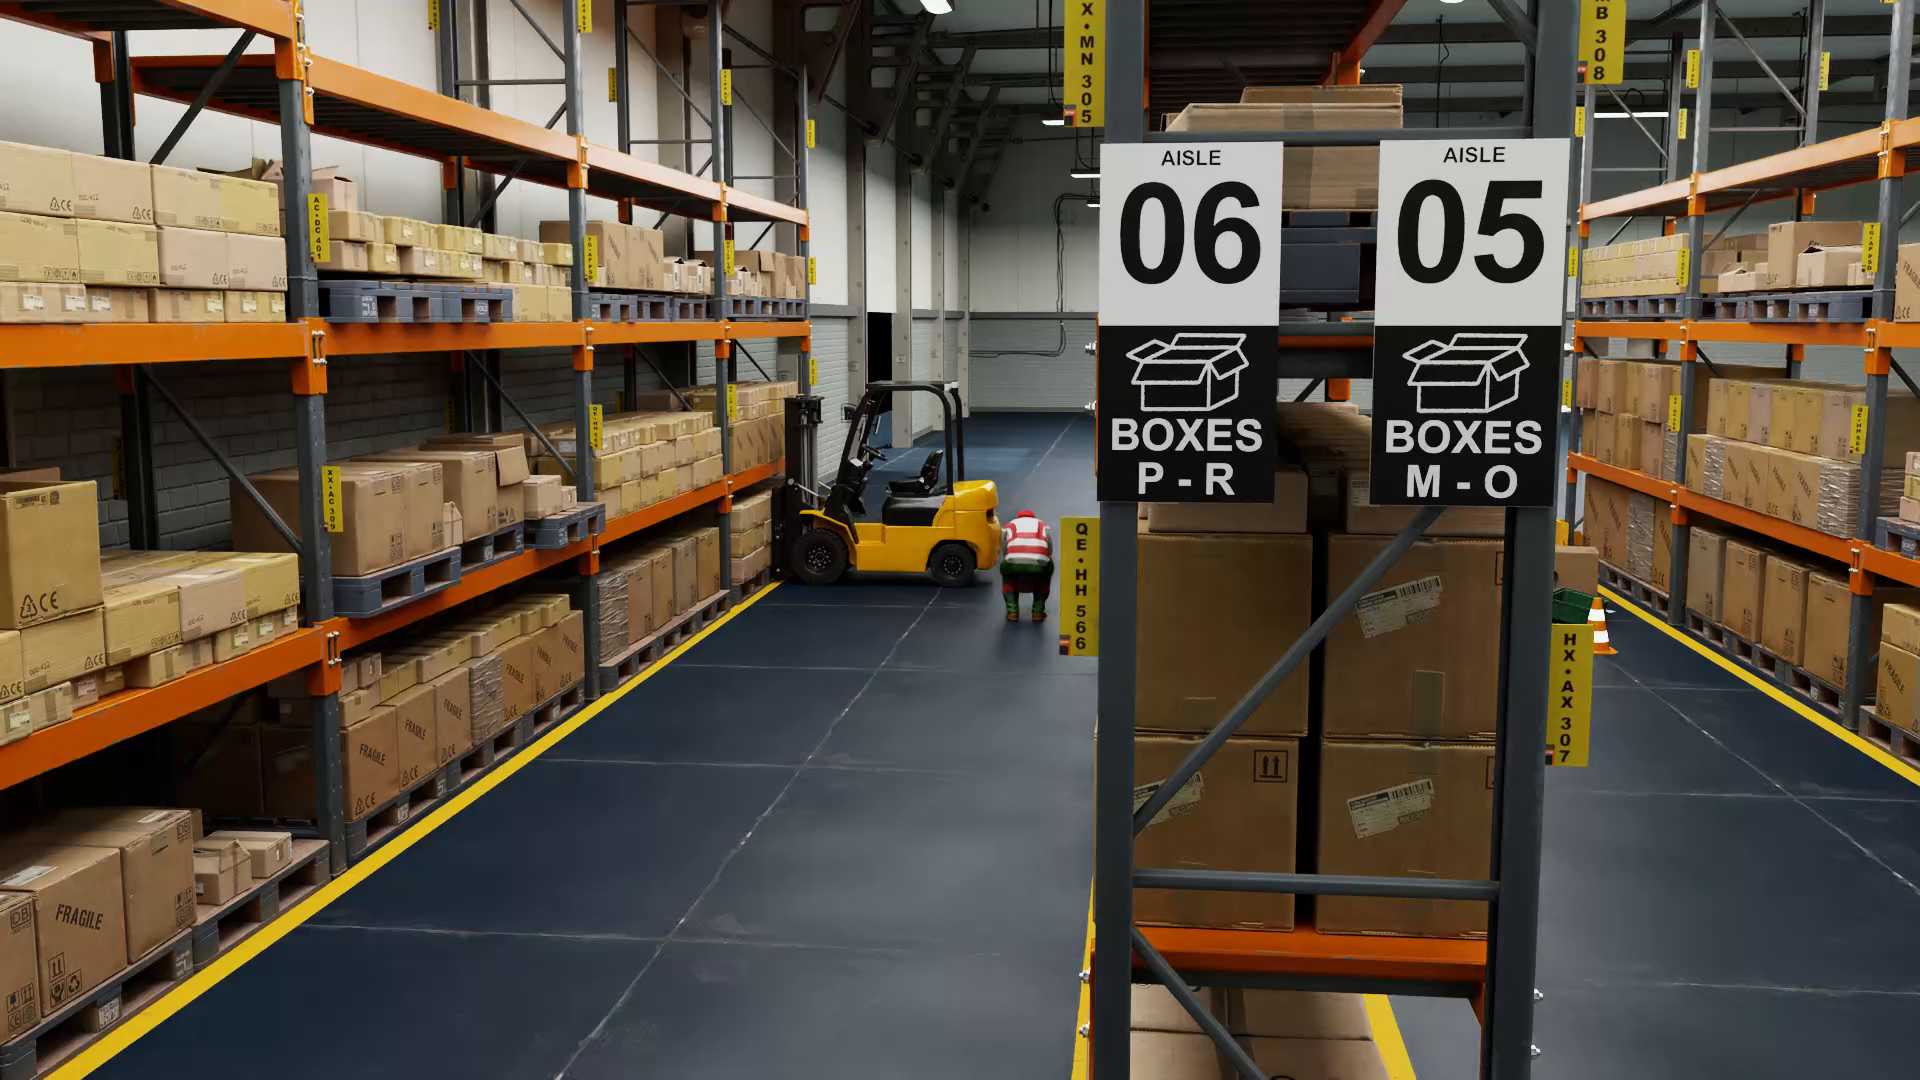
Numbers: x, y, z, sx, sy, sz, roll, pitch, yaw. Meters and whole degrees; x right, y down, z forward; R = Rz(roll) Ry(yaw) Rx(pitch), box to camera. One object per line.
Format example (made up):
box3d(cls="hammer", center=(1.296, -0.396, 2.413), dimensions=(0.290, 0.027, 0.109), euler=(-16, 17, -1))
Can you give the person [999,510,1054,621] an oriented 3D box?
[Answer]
box3d(cls="person", center=(0.639, 0.247, 15.890), dimensions=(0.526, 0.993, 0.926), euler=(1, 8, 4))
